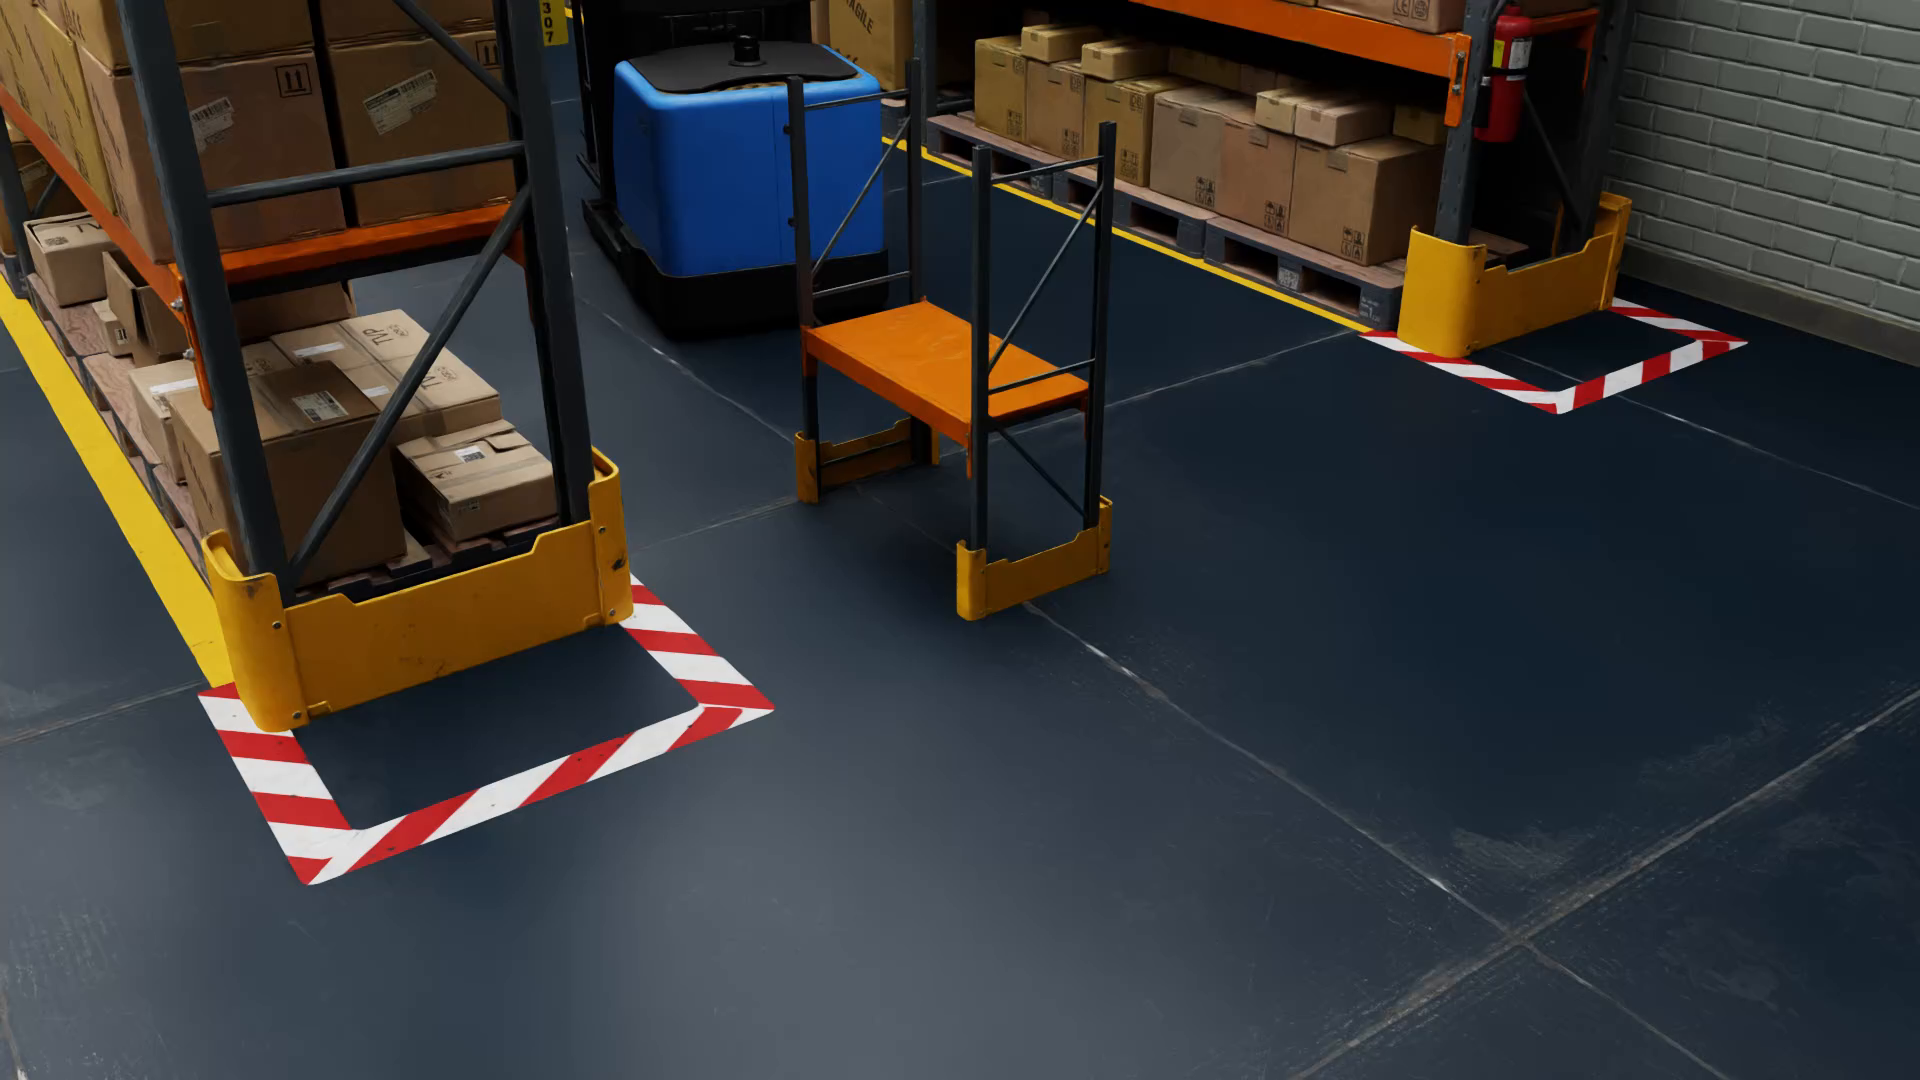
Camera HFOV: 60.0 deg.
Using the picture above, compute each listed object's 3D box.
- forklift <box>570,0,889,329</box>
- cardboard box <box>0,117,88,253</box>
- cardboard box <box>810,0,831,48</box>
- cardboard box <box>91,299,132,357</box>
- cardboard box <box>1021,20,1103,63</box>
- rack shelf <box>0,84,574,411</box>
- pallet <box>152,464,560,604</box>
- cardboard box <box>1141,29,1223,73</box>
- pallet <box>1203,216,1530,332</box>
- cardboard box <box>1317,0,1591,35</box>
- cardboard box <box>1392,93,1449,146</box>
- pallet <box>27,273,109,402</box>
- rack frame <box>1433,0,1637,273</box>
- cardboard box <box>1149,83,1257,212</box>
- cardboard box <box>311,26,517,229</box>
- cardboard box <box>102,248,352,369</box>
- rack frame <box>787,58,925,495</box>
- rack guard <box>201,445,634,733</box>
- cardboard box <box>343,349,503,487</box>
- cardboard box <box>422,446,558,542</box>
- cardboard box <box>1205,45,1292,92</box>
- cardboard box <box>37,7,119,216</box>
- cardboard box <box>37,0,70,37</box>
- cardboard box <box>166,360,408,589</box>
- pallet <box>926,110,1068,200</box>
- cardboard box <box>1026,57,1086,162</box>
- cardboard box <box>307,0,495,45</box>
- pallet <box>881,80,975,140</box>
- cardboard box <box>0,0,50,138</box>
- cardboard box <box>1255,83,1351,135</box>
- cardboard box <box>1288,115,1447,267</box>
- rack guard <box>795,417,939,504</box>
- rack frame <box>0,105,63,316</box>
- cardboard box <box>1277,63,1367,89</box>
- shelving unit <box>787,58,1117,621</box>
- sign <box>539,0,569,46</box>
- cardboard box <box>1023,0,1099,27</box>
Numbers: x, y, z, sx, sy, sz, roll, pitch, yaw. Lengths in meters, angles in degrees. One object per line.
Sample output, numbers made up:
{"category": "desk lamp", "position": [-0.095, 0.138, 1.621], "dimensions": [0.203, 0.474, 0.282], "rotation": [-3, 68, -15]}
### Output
{"category": "forklift", "position": [-1.343, -2.898, 8.015], "dimensions": [1.130, 2.935, 3.031], "rotation": [-11, 30, -19]}
{"category": "cardboard box", "position": [-4.391, -1.718, 7.928], "dimensions": [0.500, 0.500, 0.500], "rotation": [-19, 34, -31]}
{"category": "cardboard box", "position": [-0.839, -3.685, 11.204], "dimensions": [0.750, 0.750, 0.750], "rotation": [-18, 33, -29]}
{"category": "cardboard box", "position": [-3.294, -0.902, 6.776], "dimensions": [0.380, 0.166, 0.250], "rotation": [-19, 34, -31]}
{"category": "cardboard box", "position": [0.562, -2.752, 9.173], "dimensions": [0.380, 0.149, 0.250], "rotation": [-18, 33, -29]}
{"category": "rack shelf", "position": [-2.711, -1.417, 5.970], "dimensions": [1.077, 0.370, 4.000], "rotation": [-19, 34, -31]}
{"category": "pallet", "position": [-2.058, -0.069, 5.656], "dimensions": [1.003, 0.211, 1.213], "rotation": [-19, 34, -31]}
{"category": "cardboard box", "position": [1.196, -2.642, 8.971], "dimensions": [0.380, 0.149, 0.250], "rotation": [-18, 33, -30]}
{"category": "pallet", "position": [1.954, -1.392, 8.092], "dimensions": [1.003, 0.211, 1.213], "rotation": [-19, 34, -31]}
{"category": "cardboard box", "position": [2.178, -2.656, 7.182], "dimensions": [0.980, 0.700, 0.700], "rotation": [-17, 33, -28]}
{"category": "cardboard box", "position": [2.230, -1.951, 7.698], "dimensions": [0.380, 0.149, 0.250], "rotation": [-19, 34, -30]}
{"category": "pallet", "position": [-3.474, -1.018, 7.403], "dimensions": [1.003, 0.211, 1.213], "rotation": [-19, 34, -31]}
{"category": "rack frame", "position": [2.482, -2.328, 6.894], "dimensions": [1.000, 3.000, 0.127], "rotation": [-19, 34, -31]}
{"category": "cardboard box", "position": [1.412, -2.049, 8.558], "dimensions": [0.700, 0.500, 0.500], "rotation": [-20, 34, -32]}
{"category": "cardboard box", "position": [-1.594, -1.245, 4.794], "dimensions": [0.500, 0.500, 0.500], "rotation": [-18, 33, -30]}
{"category": "cardboard box", "position": [-2.777, -0.878, 6.378], "dimensions": [0.797, 0.503, 0.637], "rotation": [-19, 34, -31]}
{"category": "rack frame", "position": [-0.344, -0.890, 5.817], "dimensions": [0.500, 1.500, 0.032], "rotation": [-19, 34, -31]}
{"category": "rack guard", "position": [-1.595, 0.113, 5.017], "dimensions": [1.175, 0.500, 0.348], "rotation": [-19, 34, -31]}
{"category": "cardboard box", "position": [-1.926, -0.425, 5.809], "dimensions": [0.500, 0.250, 0.500], "rotation": [-19, 34, -31]}
{"category": "cardboard box", "position": [-1.514, -0.154, 5.417], "dimensions": [0.380, 0.149, 0.250], "rotation": [-19, 34, -31]}
{"category": "cardboard box", "position": [1.493, -2.443, 8.605], "dimensions": [0.380, 0.149, 0.250], "rotation": [-18, 33, -30]}
{"category": "cardboard box", "position": [-2.336, -1.299, 4.894], "dimensions": [0.500, 0.500, 0.500], "rotation": [-18, 34, -30]}
{"category": "cardboard box", "position": [-2.327, -1.732, 4.643], "dimensions": [0.500, 0.500, 0.500], "rotation": [-18, 33, -29]}
{"category": "cardboard box", "position": [-2.067, -0.194, 5.122], "dimensions": [0.500, 0.500, 0.500], "rotation": [-19, 34, -31]}
{"category": "pallet", "position": [0.539, -2.341, 9.839], "dimensions": [1.003, 0.211, 1.213], "rotation": [-19, 34, -31]}
{"category": "cardboard box", "position": [0.801, -2.454, 9.305], "dimensions": [0.700, 0.500, 0.500], "rotation": [-19, 34, -31]}
{"category": "cardboard box", "position": [-1.594, -1.684, 4.556], "dimensions": [0.500, 0.500, 0.500], "rotation": [-18, 33, -29]}
{"category": "pallet", "position": [-0.347, -2.937, 10.937], "dimensions": [1.003, 0.211, 1.213], "rotation": [-19, 34, -31]}
{"category": "cardboard box", "position": [-2.914, -1.690, 5.615], "dimensions": [0.500, 0.500, 0.500], "rotation": [-19, 34, -31]}
{"category": "cardboard box", "position": [1.623, -2.042, 7.867], "dimensions": [0.380, 0.149, 0.250], "rotation": [-18, 33, -29]}
{"category": "cardboard box", "position": [1.994, -1.659, 7.840], "dimensions": [0.700, 0.500, 0.500], "rotation": [-19, 34, -31]}
{"category": "rack guard", "position": [-0.333, -0.333, 6.101], "dimensions": [0.587, 0.250, 0.087], "rotation": [-19, 34, -31]}
{"category": "rack frame", "position": [-3.871, -2.511, 7.230], "dimensions": [1.000, 3.000, 0.127], "rotation": [-19, 34, -31]}
{"category": "cardboard box", "position": [1.790, -2.245, 8.240], "dimensions": [0.380, 0.149, 0.250], "rotation": [-18, 34, -30]}
{"category": "shelving unit", "position": [-0.044, -0.689, 5.447], "dimensions": [0.587, 1.500, 1.083], "rotation": [-19, 34, -31]}
{"category": "sign", "position": [-1.109, -1.486, 4.436], "dimensions": [0.100, 0.325, 0.005], "rotation": [-19, 34, -31]}
{"category": "cardboard box", "position": [0.590, -3.047, 9.716], "dimensions": [0.380, 0.149, 0.250], "rotation": [-19, 34, -31]}
